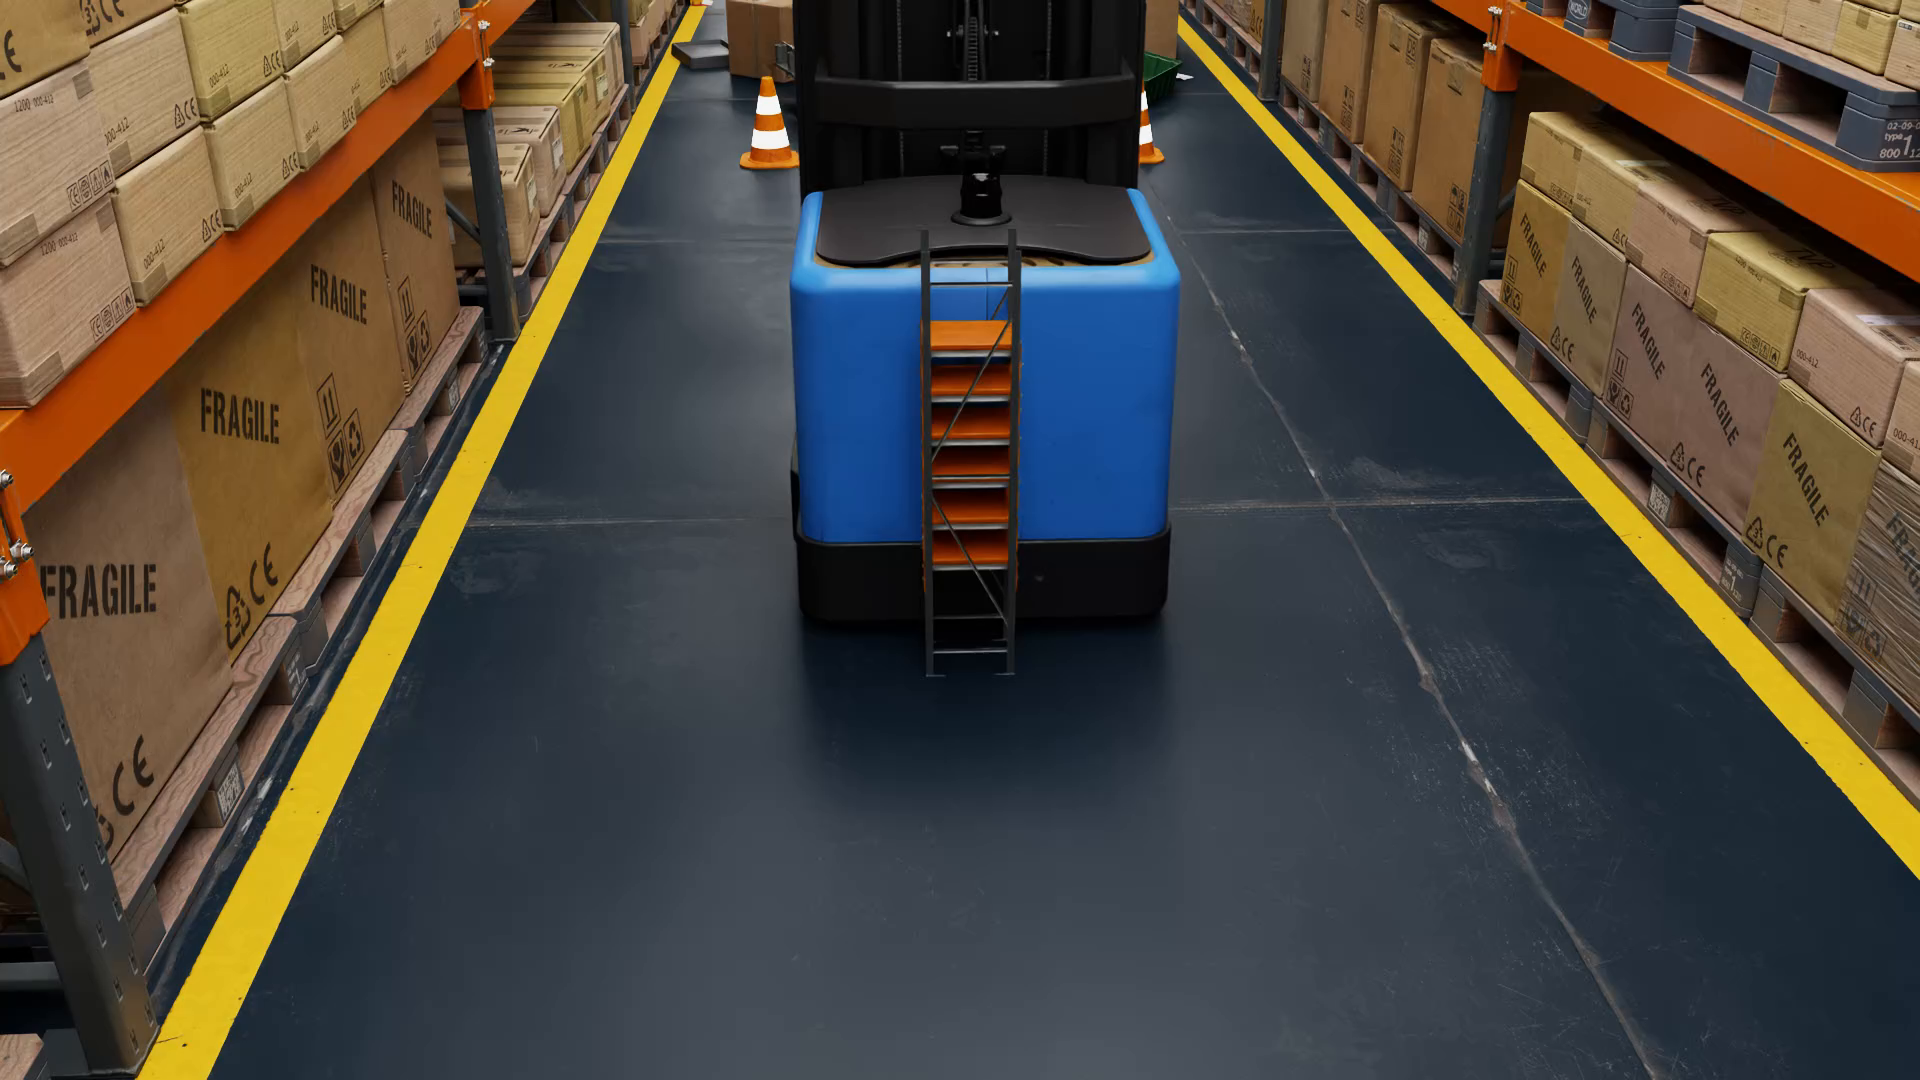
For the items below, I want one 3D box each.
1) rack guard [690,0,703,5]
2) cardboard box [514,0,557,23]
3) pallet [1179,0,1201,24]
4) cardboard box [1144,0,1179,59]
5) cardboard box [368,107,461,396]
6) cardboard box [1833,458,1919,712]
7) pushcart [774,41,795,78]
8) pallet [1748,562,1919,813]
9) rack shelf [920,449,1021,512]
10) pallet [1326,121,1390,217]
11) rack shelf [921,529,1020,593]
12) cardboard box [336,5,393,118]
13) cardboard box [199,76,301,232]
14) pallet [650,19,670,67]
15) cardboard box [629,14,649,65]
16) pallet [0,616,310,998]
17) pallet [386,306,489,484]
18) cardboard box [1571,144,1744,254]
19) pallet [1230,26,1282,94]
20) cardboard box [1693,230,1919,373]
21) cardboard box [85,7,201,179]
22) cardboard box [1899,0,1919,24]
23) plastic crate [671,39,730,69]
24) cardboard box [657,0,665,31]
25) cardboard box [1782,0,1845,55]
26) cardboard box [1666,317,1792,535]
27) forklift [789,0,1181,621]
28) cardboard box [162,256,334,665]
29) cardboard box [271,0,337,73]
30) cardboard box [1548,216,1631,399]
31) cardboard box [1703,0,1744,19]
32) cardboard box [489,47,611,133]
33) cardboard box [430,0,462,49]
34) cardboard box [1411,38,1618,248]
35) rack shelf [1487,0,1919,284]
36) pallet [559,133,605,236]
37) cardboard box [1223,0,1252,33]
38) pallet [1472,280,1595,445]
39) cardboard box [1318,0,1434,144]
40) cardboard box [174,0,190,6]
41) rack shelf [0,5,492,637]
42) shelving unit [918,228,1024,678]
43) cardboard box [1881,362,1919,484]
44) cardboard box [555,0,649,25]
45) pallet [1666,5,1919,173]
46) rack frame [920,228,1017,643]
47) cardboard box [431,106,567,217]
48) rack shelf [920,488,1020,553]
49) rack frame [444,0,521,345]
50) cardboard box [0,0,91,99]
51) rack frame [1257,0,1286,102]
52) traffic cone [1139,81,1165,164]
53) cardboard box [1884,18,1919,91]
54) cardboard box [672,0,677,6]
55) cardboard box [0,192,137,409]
[{"bbox_3d":[-2.728,-4.697,13.715,1.175,0.500,0.348,-1,28,-3],"label":"rack guard"},{"bbox_3d":[-2.822,-3.559,10.539,0.500,0.500,0.500,-2,28,-3],"label":"cardboard box"},{"bbox_3d":[2.326,-4.403,13.463,1.003,0.211,1.213,-1,28,-3],"label":"pallet"},{"bbox_3d":[1.309,-3.744,11.885,0.500,0.500,0.500,3,28,6],"label":"cardboard box"},{"bbox_3d":[-2.361,-1.069,5.899,0.875,0.875,0.875,-2,28,-3],"label":"cardboard box"},{"bbox_3d":[2.542,0.122,4.022,0.500,0.500,0.500,-2,28,-4],"label":"cardboard box"},{"bbox_3d":[-0.249,-2.908,10.418,1.648,0.377,0.936,-11,30,-20],"label":"pushcart"},{"bbox_3d":[2.790,0.412,4.231,1.003,0.211,1.213,-1,28,-3],"label":"pallet"},{"bbox_3d":[0.025,-0.162,4.360,0.258,0.103,0.180,-1,28,-2],"label":"rack shelf"},{"bbox_3d":[2.597,-2.004,8.863,1.003,0.211,1.213,-1,28,-3],"label":"pallet"},{"bbox_3d":[0.025,0.050,4.471,0.258,0.103,0.180,-1,28,-2],"label":"rack shelf"},{"bbox_3d":[-1.976,-1.384,4.821,0.500,0.250,0.500,-2,28,-3],"label":"cardboard box"},{"bbox_3d":[-1.904,-0.918,3.928,0.500,0.250,0.500,-2,28,-3],"label":"cardboard box"},{"bbox_3d":[-2.660,-3.631,11.983,1.003,0.211,1.213,-1,28,-3],"label":"pallet"},{"bbox_3d":[-2.284,-3.239,10.736,0.500,0.250,0.500,-3,28,-5],"label":"cardboard box"},{"bbox_3d":[-2.221,0.583,3.903,1.003,0.211,1.213,-1,28,-3],"label":"pallet"},{"bbox_3d":[-2.349,-0.543,6.064,1.003,0.211,1.213,-1,28,-3],"label":"pallet"},{"bbox_3d":[2.444,-1.164,5.676,0.500,0.250,0.500,-2,28,-3],"label":"cardboard box"},{"bbox_3d":[2.453,-3.276,11.303,1.003,0.211,1.213,-1,28,-3],"label":"pallet"},{"bbox_3d":[2.486,-0.694,4.776,0.500,0.250,0.500,-3,28,-5],"label":"cardboard box"},{"bbox_3d":[-1.902,-0.904,3.361,0.500,0.250,0.500,-1,28,-2],"label":"cardboard box"},{"bbox_3d":[2.559,-1.333,4.058,0.380,0.149,0.250,-3,28,-5],"label":"cardboard box"},{"bbox_3d":[-1.786,-3.443,11.766,0.402,0.080,0.583,-11,30,-20],"label":"plastic crate"},{"bbox_3d":[-2.354,-3.730,11.678,0.500,0.250,0.500,-2,28,-3],"label":"cardboard box"},{"bbox_3d":[2.529,-1.443,4.590,0.380,0.149,0.250,-2,28,-4],"label":"cardboard box"},{"bbox_3d":[2.493,-0.352,4.931,0.500,0.500,0.500,-2,28,-4],"label":"cardboard box"},{"bbox_3d":[0.020,-1.715,5.369,1.130,2.935,3.031,-1,28,-2],"label":"forklift"},{"bbox_3d":[-2.273,-0.244,4.318,0.875,0.875,0.875,-1,28,-1],"label":"cardboard box"},{"bbox_3d":[-1.930,-1.371,4.257,0.500,0.250,0.500,-2,28,-4],"label":"cardboard box"},{"bbox_3d":[2.435,-0.825,5.837,0.500,0.500,0.500,-1,28,-2],"label":"cardboard box"},{"bbox_3d":[2.506,-1.679,5.044,0.380,0.149,0.250,-1,28,-1],"label":"cardboard box"},{"bbox_3d":[-2.452,-2.440,9.072,0.950,0.372,0.625,0,28,1],"label":"cardboard box"},{"bbox_3d":[-2.029,-1.852,5.719,0.500,0.250,0.500,-2,28,-4],"label":"cardboard box"},{"bbox_3d":[2.682,-1.784,7.406,1.050,0.750,0.750,-2,28,-3],"label":"cardboard box"},{"bbox_3d":[2.728,-1.069,4.835,1.077,0.370,4.000,-1,28,-3],"label":"rack shelf"},{"bbox_3d":[-2.414,-1.832,8.535,1.003,0.211,1.213,-1,28,-3],"label":"pallet"},{"bbox_3d":[2.401,-4.112,11.733,0.875,0.875,0.875,-1,28,-2],"label":"cardboard box"},{"bbox_3d":[2.663,-0.715,6.392,1.003,0.211,1.213,-1,28,-3],"label":"pallet"},{"bbox_3d":[2.584,-2.618,9.004,1.050,0.750,0.750,-1,28,-3],"label":"cardboard box"},{"bbox_3d":[-1.919,-1.462,3.621,0.500,0.500,0.500,-2,28,-4],"label":"cardboard box"},{"bbox_3d":[-2.210,-0.903,4.516,1.077,0.370,4.000,-1,28,-3],"label":"rack shelf"},{"bbox_3d":[0.025,-0.202,4.339,0.258,1.200,0.189,-1,28,-2],"label":"shelving unit"},{"bbox_3d":[2.541,-0.213,3.853,0.500,0.250,0.500,-2,28,-4],"label":"cardboard box"},{"bbox_3d":[-2.284,-3.572,10.562,0.500,0.500,0.500,0,28,0],"label":"cardboard box"},{"bbox_3d":[2.768,-1.314,4.733,1.003,0.211,1.213,-1,28,-3],"label":"pallet"},{"bbox_3d":[0.022,-0.244,4.420,0.240,1.200,0.006,-1,28,-2],"label":"rack frame"},{"bbox_3d":[-2.381,-1.769,7.785,0.950,0.372,0.625,-2,28,-4],"label":"cardboard box"},{"bbox_3d":[0.025,-0.056,4.415,0.258,0.103,0.180,-1,28,-2],"label":"rack shelf"},{"bbox_3d":[-2.314,-2.146,6.120,1.000,3.000,0.127,-1,28,-3],"label":"rack frame"},{"bbox_3d":[-1.841,-0.996,2.727,0.500,0.500,0.500,-1,28,-2],"label":"cardboard box"},{"bbox_3d":[2.415,-4.159,9.981,1.000,3.000,0.127,-1,28,-3],"label":"rack frame"},{"bbox_3d":[0.977,-2.379,9.310,0.336,0.463,0.334,-1,28,-3],"label":"traffic cone"},{"bbox_3d":[2.556,-1.197,4.120,0.380,0.149,0.250,-3,28,-5],"label":"cardboard box"},{"bbox_3d":[-2.402,-4.201,12.580,0.500,0.250,0.500,-1,28,-2],"label":"cardboard box"},{"bbox_3d":[-1.865,-0.442,3.015,0.500,0.250,0.500,-2,28,-4],"label":"cardboard box"}]
